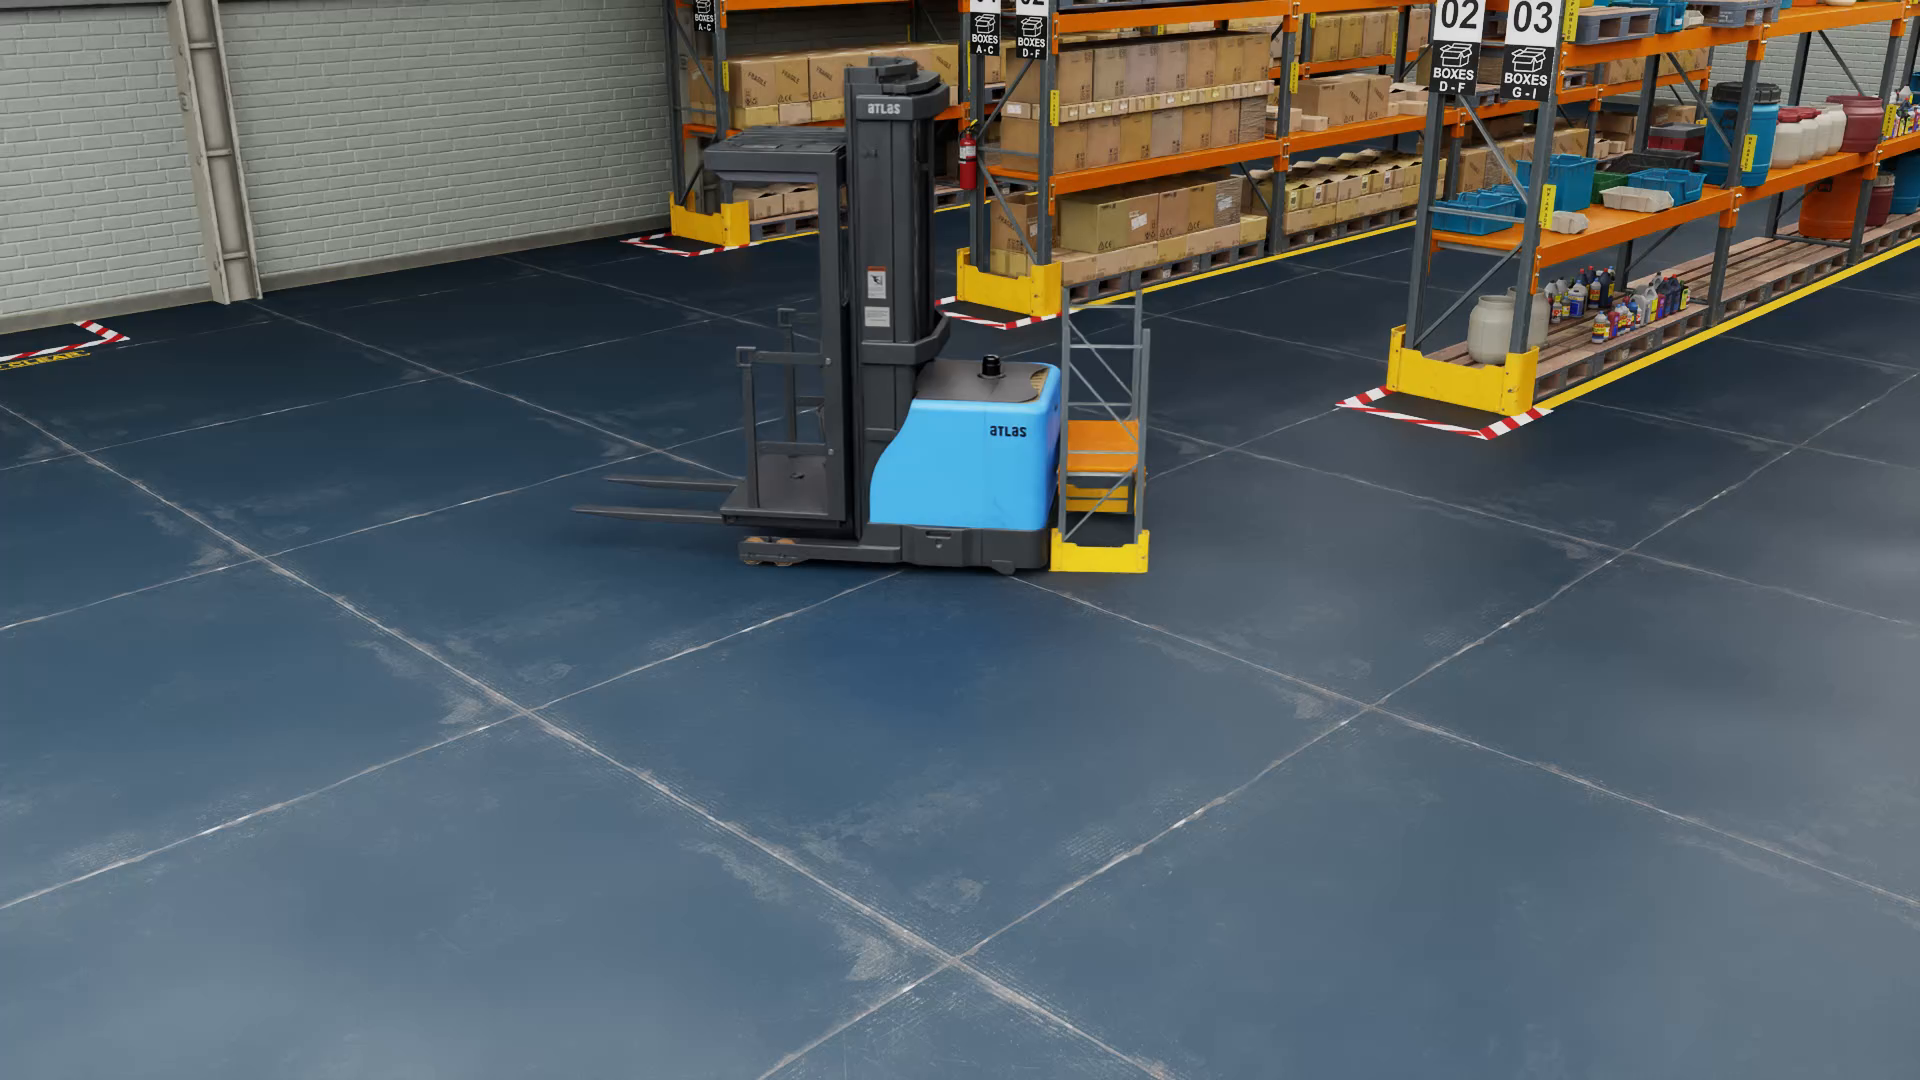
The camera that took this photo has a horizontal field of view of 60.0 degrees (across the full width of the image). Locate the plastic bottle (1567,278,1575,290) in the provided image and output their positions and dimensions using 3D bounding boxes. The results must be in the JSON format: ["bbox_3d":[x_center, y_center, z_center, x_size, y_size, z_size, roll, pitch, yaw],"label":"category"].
[{"bbox_3d":[5.696,-2.308,15.571,0.133,0.283,0.061,-19,28,-40],"label":"plastic bottle"}]

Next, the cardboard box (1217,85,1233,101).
[{"bbox_3d":[2.713,-4.823,17.897,0.380,0.149,0.250,19,28,41],"label":"cardboard box"}]

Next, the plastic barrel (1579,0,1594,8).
[{"bbox_3d":[4.747,-4.535,13.165,0.600,0.588,0.600,0,21,0],"label":"plastic barrel"}]

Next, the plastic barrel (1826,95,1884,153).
[{"bbox_3d":[9.517,-4.451,17.785,0.600,0.536,0.708,19,28,41],"label":"plastic barrel"}]

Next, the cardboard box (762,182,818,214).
[{"bbox_3d":[-2.110,-4.258,20.607,0.500,0.311,0.500,-17,27,-38],"label":"cardboard box"}]

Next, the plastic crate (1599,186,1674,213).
[{"bbox_3d":[5.882,-2.951,14.439,0.530,0.136,0.437,19,28,41],"label":"plastic crate"}]

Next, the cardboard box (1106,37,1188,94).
[{"bbox_3d":[1.932,-4.945,17.312,0.700,0.500,0.500,19,28,41],"label":"cardboard box"}]

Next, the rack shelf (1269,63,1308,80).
[{"bbox_3d":[3.921,-7.241,26.235,1.077,0.370,4.000,19,28,41],"label":"rack shelf"}]

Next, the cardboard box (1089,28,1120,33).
[{"bbox_3d":[2.093,-7.435,24.080,0.380,0.149,0.250,14,25,32],"label":"cardboard box"}]

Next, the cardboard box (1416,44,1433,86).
[{"bbox_3d":[6.436,-6.256,21.946,0.700,0.500,0.500,9,23,23],"label":"cardboard box"}]

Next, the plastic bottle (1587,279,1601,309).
[{"bbox_3d":[5.958,-2.315,15.607,0.097,0.271,0.097,0,21,0],"label":"plastic bottle"}]

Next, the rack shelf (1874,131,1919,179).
[{"bbox_3d":[11.019,-4.761,19.784,1.077,0.370,4.000,19,28,41],"label":"rack shelf"}]

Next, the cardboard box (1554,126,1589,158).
[{"bbox_3d":[8.729,-5.692,24.073,0.500,0.500,0.500,19,28,40],"label":"cardboard box"}]

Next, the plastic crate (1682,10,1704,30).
[{"bbox_3d":[6.003,-4.318,13.815,0.243,0.136,0.396,19,28,41],"label":"plastic crate"}]

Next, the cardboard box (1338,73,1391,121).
[{"bbox_3d":[4.919,-5.435,20.394,0.500,0.500,0.500,17,27,38],"label":"cardboard box"}]

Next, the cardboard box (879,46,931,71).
[{"bbox_3d":[-0.717,-5.995,21.127,0.500,0.500,0.500,19,28,40],"label":"cardboard box"}]

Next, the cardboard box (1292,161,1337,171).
[{"bbox_3d":[4.426,-4.537,20.663,0.500,0.311,0.500,19,28,40],"label":"cardboard box"}]

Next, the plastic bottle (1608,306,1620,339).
[{"bbox_3d":[5.702,-1.906,14.525,0.133,0.283,0.061,-20,28,-41],"label":"plastic bottle"}]

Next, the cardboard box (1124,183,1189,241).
[{"bbox_3d":[2.078,-3.497,17.694,0.500,0.500,0.500,19,28,41],"label":"cardboard box"}]

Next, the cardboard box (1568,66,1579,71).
[{"bbox_3d":[9.033,-7.091,24.704,0.500,0.500,0.500,-20,28,-41],"label":"cardboard box"}]

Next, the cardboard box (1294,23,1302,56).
[{"bbox_3d":[5.175,-8.104,26.896,0.500,0.500,0.500,19,28,40],"label":"cardboard box"}]

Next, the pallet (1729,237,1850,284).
[{"bbox_3d":[9.056,-3.092,18.325,1.003,0.211,1.213,19,28,41],"label":"pallet"}]

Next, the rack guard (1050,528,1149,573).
[{"bbox_3d":[0.843,0.064,10.060,0.587,0.250,0.087,1,21,3],"label":"rack guard"}]

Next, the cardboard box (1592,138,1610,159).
[{"bbox_3d":[9.316,-5.856,24.764,0.500,0.311,0.500,19,28,41],"label":"cardboard box"}]

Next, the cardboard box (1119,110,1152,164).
[{"bbox_3d":[1.545,-4.193,17.164,0.700,0.500,0.500,19,28,41],"label":"cardboard box"}]

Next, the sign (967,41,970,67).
[{"bbox_3d":[0.129,-6.305,21.590,0.100,0.325,0.005,19,28,41],"label":"sign"}]

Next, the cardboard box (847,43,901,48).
[{"bbox_3d":[-1.106,-6.123,21.460,0.500,0.500,0.500,19,28,40],"label":"cardboard box"}]

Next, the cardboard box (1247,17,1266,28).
[{"bbox_3d":[4.454,-8.191,26.078,0.500,0.250,0.500,-19,28,-41],"label":"cardboard box"}]

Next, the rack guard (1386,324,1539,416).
[{"bbox_3d":[4.062,-1.391,13.497,1.175,0.500,0.348,19,28,41],"label":"rack guard"}]

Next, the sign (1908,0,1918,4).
[{"bbox_3d":[10.023,-5.798,17.444,0.100,0.325,0.005,19,28,41],"label":"sign"}]

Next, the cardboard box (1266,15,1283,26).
[{"bbox_3d":[4.810,-8.323,26.419,0.500,0.250,0.500,-19,28,-41],"label":"cardboard box"}]

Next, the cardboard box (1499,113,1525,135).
[{"bbox_3d":[7.658,-5.920,23.622,0.500,0.250,0.500,19,28,41],"label":"cardboard box"}]

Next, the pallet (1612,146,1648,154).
[{"bbox_3d":[10.199,-6.042,25.999,1.003,0.211,1.213,19,28,41],"label":"pallet"}]

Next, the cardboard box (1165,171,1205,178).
[{"bbox_3d":[2.396,-3.887,18.708,0.500,0.500,0.500,19,28,41],"label":"cardboard box"}]

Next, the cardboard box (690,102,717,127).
[{"bbox_3d":[-2.868,-5.114,19.880,0.500,0.250,0.500,-20,28,-41],"label":"cardboard box"}]

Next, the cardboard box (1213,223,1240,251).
[{"bbox_3d":[2.764,-3.408,18.508,0.500,0.250,0.500,19,28,41],"label":"cardboard box"}]

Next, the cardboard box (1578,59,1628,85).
[{"bbox_3d":[9.419,-6.961,24.366,0.500,0.500,0.500,-19,28,-41],"label":"cardboard box"}]

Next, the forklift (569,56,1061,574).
[{"bbox_3d":[-0.914,-1.389,10.102,3.031,2.935,1.130,3,21,8],"label":"forklift"}]

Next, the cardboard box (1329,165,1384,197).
[{"bbox_3d":[4.825,-4.409,20.331,0.500,0.311,0.500,-19,28,-41],"label":"cardboard box"}]

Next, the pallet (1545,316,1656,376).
[{"bbox_3d":[5.484,-1.776,14.901,1.003,0.211,1.213,19,28,41],"label":"pallet"}]

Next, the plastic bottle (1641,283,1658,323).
[{"bbox_3d":[6.231,-2.154,15.076,0.144,0.351,0.185,19,28,40],"label":"plastic bottle"}]

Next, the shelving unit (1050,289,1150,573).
[{"bbox_3d":[0.872,-0.698,10.299,0.587,1.500,1.083,1,21,3],"label":"shelving unit"}]

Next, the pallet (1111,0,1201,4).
[{"bbox_3d":[1.860,-5.616,16.949,1.003,0.211,1.213,19,28,41],"label":"pallet"}]

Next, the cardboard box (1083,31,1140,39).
[{"bbox_3d":[2.205,-7.191,24.351,0.700,0.500,0.500,15,26,35],"label":"cardboard box"}]

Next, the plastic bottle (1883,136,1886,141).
[{"bbox_3d":[10.258,-4.576,18.479,0.097,0.271,0.097,0,21,0],"label":"plastic bottle"}]

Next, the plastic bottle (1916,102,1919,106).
[{"bbox_3d":[11.406,-5.078,19.783,0.097,0.271,0.097,0,21,0],"label":"plastic bottle"}]

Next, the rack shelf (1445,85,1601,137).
[{"bbox_3d":[7.473,-6.002,23.012,1.077,0.370,4.000,19,28,41],"label":"rack shelf"}]

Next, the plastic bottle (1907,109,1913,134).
[{"bbox_3d":[10.835,-4.789,19.032,0.097,0.271,0.097,0,21,0],"label":"plastic bottle"}]

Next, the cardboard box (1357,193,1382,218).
[{"bbox_3d":[4.818,-4.145,20.425,0.500,0.250,0.500,-20,28,-41],"label":"cardboard box"}]

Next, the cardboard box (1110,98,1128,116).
[{"bbox_3d":[1.459,-4.360,16.694,0.380,0.149,0.250,19,28,40],"label":"cardboard box"}]

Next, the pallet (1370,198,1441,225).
[{"bbox_3d":[5.475,-4.320,21.520,1.003,0.211,1.213,19,28,41],"label":"pallet"}]

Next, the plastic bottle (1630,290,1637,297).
[{"bbox_3d":[6.140,-2.141,15.137,0.061,0.283,0.133,19,28,41],"label":"plastic bottle"}]

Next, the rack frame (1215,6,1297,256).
[{"bbox_3d":[3.287,-4.795,18.870,1.000,3.000,0.127,19,28,41],"label":"rack frame"}]

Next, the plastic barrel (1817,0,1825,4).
[{"bbox_3d":[8.895,-6.060,17.281,0.600,0.901,0.600,0,21,0],"label":"plastic barrel"}]

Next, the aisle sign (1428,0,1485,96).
[{"bbox_3d":[3.780,-3.796,12.646,0.394,0.787,0.004,19,28,41],"label":"aisle sign"}]

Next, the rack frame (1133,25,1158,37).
[{"bbox_3d":[2.526,-7.063,24.768,1.000,3.000,0.127,19,28,41],"label":"rack frame"}]
